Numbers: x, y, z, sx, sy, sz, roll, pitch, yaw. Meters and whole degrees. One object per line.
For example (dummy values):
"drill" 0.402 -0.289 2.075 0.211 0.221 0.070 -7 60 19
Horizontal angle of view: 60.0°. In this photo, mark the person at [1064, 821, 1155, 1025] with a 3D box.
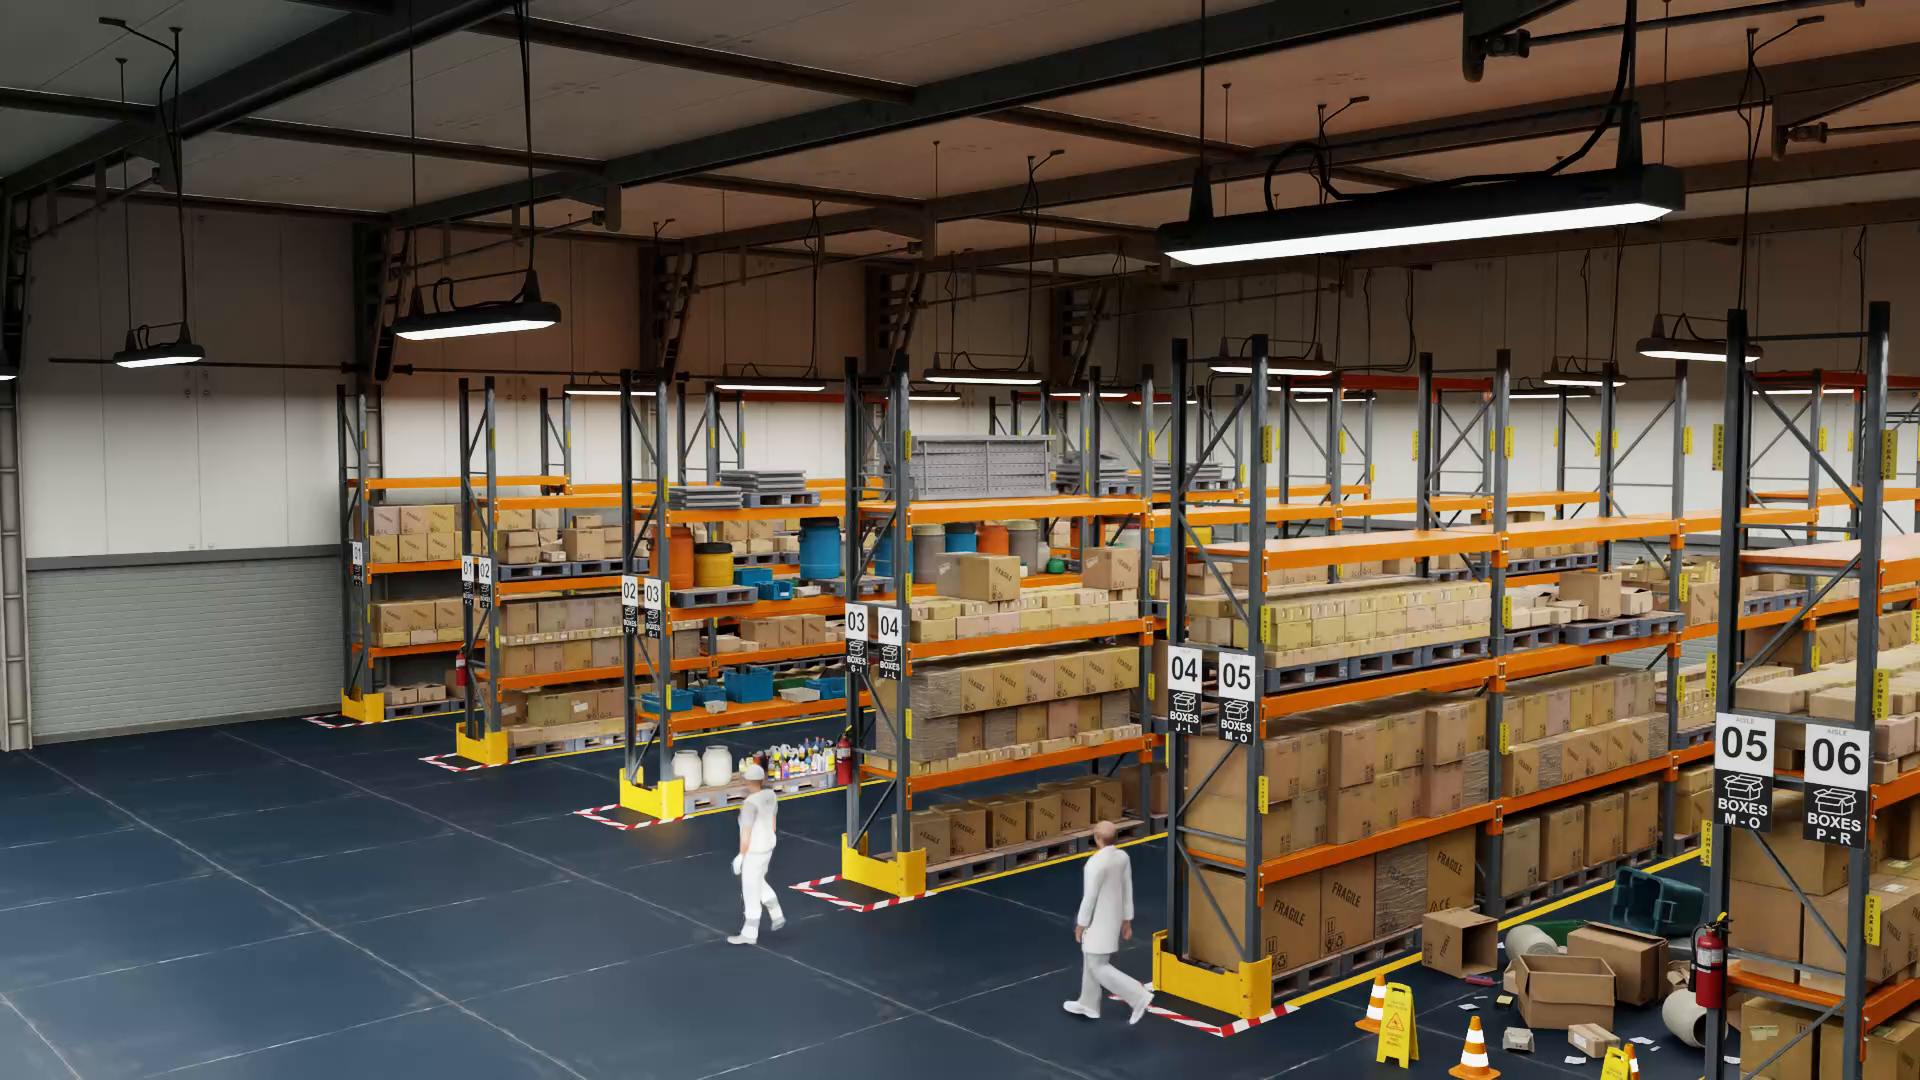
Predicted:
"person" 1.289 3.325 14.464 0.909 1.764 0.535 2 4 23

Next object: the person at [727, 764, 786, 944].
"person" -2.053 3.154 16.835 0.491 1.789 0.631 1 4 16
